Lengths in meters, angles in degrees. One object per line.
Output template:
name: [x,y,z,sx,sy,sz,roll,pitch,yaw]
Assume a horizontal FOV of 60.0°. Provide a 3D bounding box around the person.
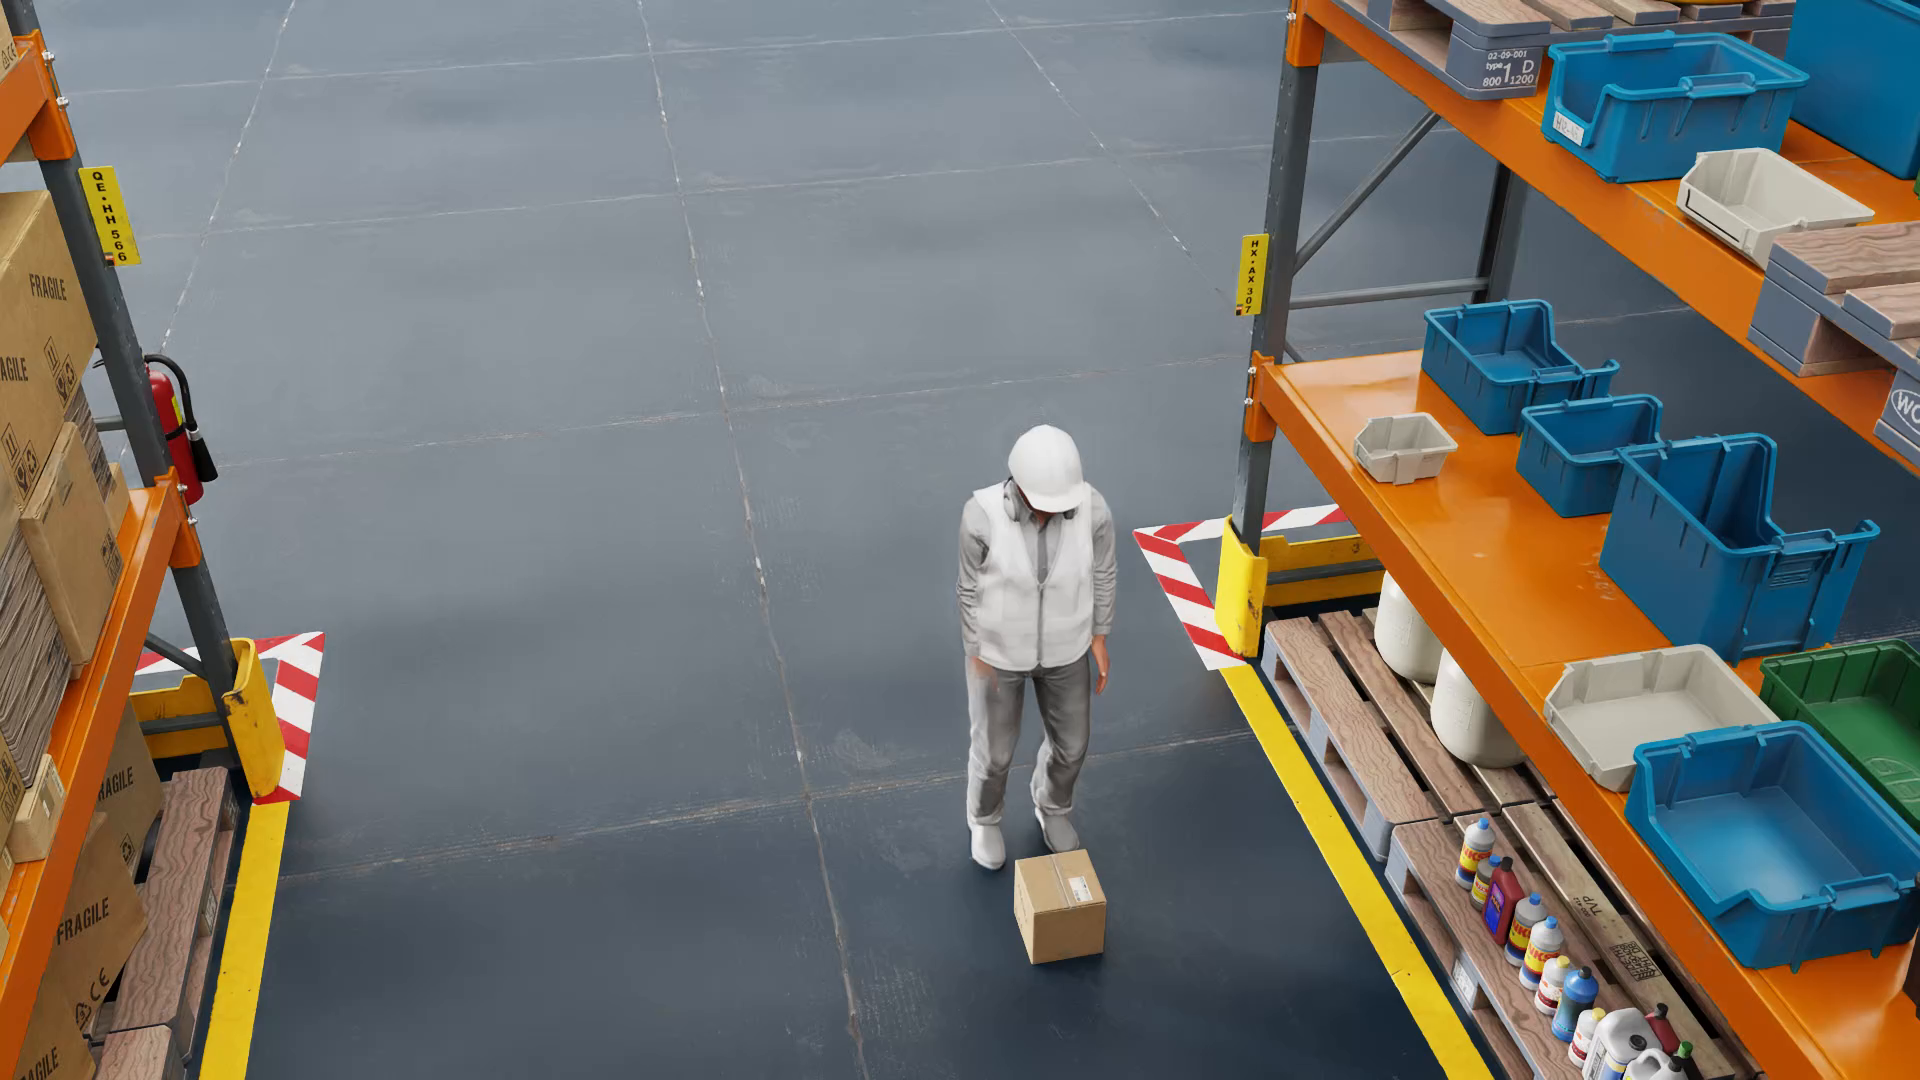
person: [0.258,0.359,5.615,0.543,1.754,0.400,-6,35,-9]
